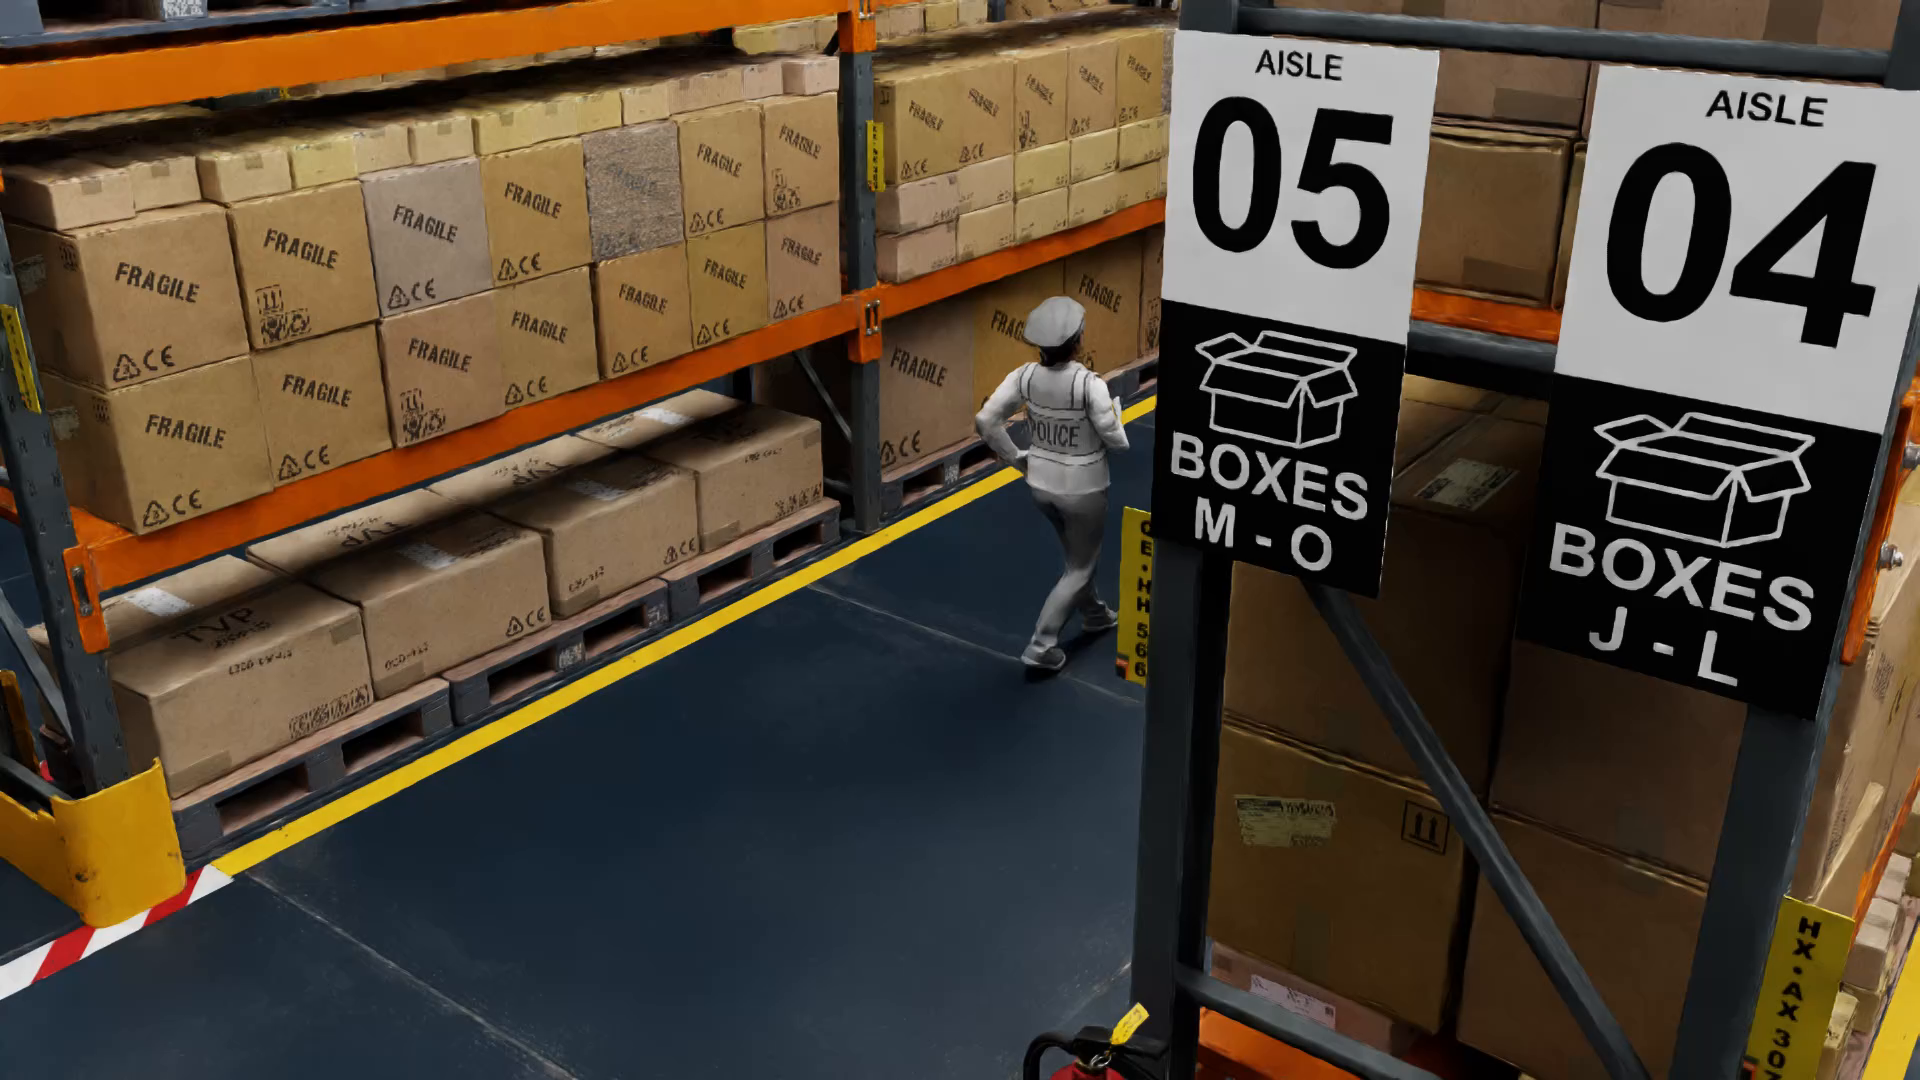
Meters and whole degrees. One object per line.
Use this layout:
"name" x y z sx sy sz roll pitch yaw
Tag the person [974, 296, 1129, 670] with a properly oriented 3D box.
"person" 0.521 -0.256 7.156 0.574 1.686 0.800 22 32 40
